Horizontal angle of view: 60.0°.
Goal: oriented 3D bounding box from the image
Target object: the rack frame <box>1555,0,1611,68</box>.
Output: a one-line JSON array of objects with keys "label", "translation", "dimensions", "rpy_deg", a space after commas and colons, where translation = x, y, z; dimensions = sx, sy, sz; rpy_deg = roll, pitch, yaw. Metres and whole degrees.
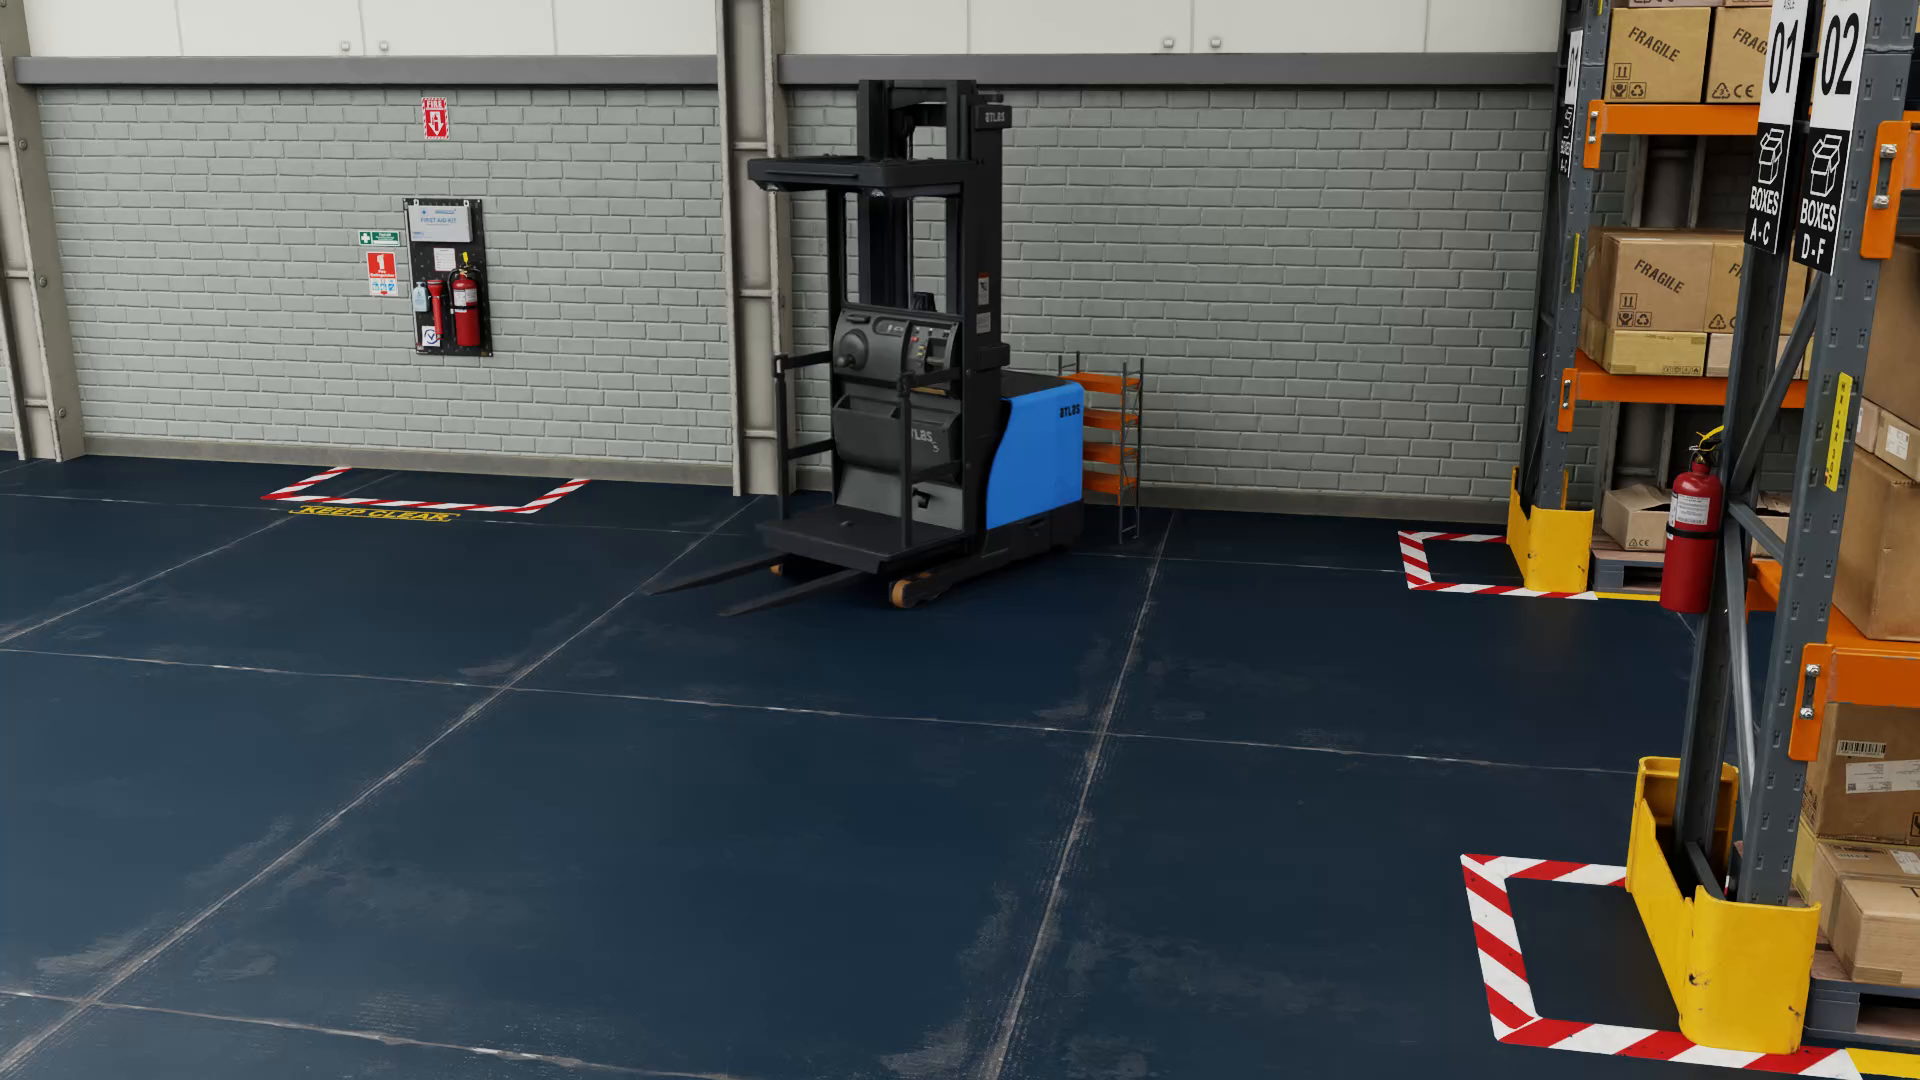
[{"label": "rack frame", "translation": [3.586, -4.183, 9.235], "dimensions": [0.127, 3.000, 1.000], "rpy_deg": [3, 16, 11]}]

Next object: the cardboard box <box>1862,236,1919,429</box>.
[{"label": "cardboard box", "translation": [3.109, -0.638, 5.058], "dimensions": [0.500, 0.500, 0.700], "rpy_deg": [3, 16, 11]}]

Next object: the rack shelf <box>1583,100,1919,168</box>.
[{"label": "rack shelf", "translation": [5.546, -2.284, 9.347], "dimensions": [4.000, 0.370, 1.077], "rpy_deg": [3, 16, 11]}]

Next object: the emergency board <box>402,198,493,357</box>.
[{"label": "emergency board", "translation": [-3.850, -1.941, 12.381], "dimensions": [0.643, 1.169, 0.194], "rpy_deg": [3, 16, 11]}]

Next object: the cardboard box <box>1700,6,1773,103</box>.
[{"label": "cardboard box", "translation": [4.383, -2.674, 9.182], "dimensions": [0.500, 0.500, 0.500], "rpy_deg": [4, 16, 15]}]

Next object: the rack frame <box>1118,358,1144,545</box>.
[{"label": "rack frame", "translation": [1.112, -0.574, 10.816], "dimensions": [0.015, 1.200, 0.240], "rpy_deg": [11, 19, 35]}]

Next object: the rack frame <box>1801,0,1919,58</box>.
[{"label": "rack frame", "translation": [2.602, -2.887, 4.556], "dimensions": [0.127, 3.000, 1.000], "rpy_deg": [3, 16, 11]}]

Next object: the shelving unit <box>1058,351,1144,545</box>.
[{"label": "shelving unit", "translation": [0.916, -0.612, 10.955], "dimensions": [0.503, 1.200, 0.258], "rpy_deg": [11, 19, 35]}]

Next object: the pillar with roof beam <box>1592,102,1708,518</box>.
[{"label": "pillar with roof beam", "translation": [3.586, -3.246, 5.852], "dimensions": [0.400, 9.000, 9.100], "rpy_deg": [3, 16, 11]}]

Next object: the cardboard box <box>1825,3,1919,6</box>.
[{"label": "cardboard box", "translation": [4.901, -3.129, 8.950], "dimensions": [0.500, 0.500, 0.500], "rpy_deg": [4, 16, 13]}]

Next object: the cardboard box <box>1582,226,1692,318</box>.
[{"label": "cardboard box", "translation": [4.090, -1.621, 10.063], "dimensions": [0.500, 0.500, 0.500], "rpy_deg": [3, 16, 10]}]

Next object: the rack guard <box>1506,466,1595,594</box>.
[{"label": "rack guard", "translation": [3.660, -0.083, 10.355], "dimensions": [0.348, 0.500, 1.175], "rpy_deg": [3, 16, 11]}]

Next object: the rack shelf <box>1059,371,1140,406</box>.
[{"label": "rack shelf", "translation": [0.916, -0.991, 10.850], "dimensions": [0.480, 0.148, 0.258], "rpy_deg": [11, 19, 35]}]

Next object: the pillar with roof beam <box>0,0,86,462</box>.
[{"label": "pillar with roof beam", "translation": [-8.173, -3.884, 8.156], "dimensions": [0.400, 9.000, 9.100], "rpy_deg": [3, 16, 11]}]

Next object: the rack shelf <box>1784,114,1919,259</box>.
[{"label": "rack shelf", "translation": [4.562, -0.988, 4.668], "dimensions": [4.000, 0.370, 1.077], "rpy_deg": [3, 16, 11]}]

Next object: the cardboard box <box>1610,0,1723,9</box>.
[{"label": "cardboard box", "translation": [3.915, -3.193, 9.183], "dimensions": [0.500, 0.500, 0.500], "rpy_deg": [2, 16, 7]}]

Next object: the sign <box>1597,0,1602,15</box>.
[{"label": "sign", "translation": [3.478, -3.016, 9.006], "dimensions": [0.005, 0.325, 0.100], "rpy_deg": [3, 16, 11]}]

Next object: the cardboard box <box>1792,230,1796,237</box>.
[{"label": "cardboard box", "translation": [5.089, -1.565, 9.862], "dimensions": [0.500, 0.500, 0.500], "rpy_deg": [3, 16, 10]}]

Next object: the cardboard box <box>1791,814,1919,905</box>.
[{"label": "cardboard box", "translation": [3.187, 1.078, 5.844], "dimensions": [0.500, 0.250, 0.500], "rpy_deg": [3, 16, 11]}]

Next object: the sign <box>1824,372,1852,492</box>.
[{"label": "sign", "translation": [2.486, -0.306, 4.708], "dimensions": [0.005, 0.325, 0.100], "rpy_deg": [3, 16, 11]}]

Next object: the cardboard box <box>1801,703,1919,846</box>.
[{"label": "cardboard box", "translation": [3.187, 0.717, 5.746], "dimensions": [0.500, 0.500, 0.500], "rpy_deg": [3, 16, 11]}]

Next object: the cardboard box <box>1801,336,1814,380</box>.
[{"label": "cardboard box", "translation": [5.010, -1.067, 9.470], "dimensions": [0.500, 0.250, 0.500], "rpy_deg": [3, 16, 10]}]

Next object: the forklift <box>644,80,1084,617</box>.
[{"label": "forklift", "translation": [-0.518, -1.166, 9.712], "dimensions": [1.130, 2.935, 3.031], "rpy_deg": [12, 20, 38]}]

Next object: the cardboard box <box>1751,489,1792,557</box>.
[{"label": "cardboard box", "translation": [4.805, -0.117, 10.009], "dimensions": [0.500, 0.311, 0.500], "rpy_deg": [4, 16, 16]}]

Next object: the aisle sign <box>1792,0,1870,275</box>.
[{"label": "aisle sign", "translation": [2.477, -1.172, 4.733], "dimensions": [0.004, 0.787, 0.394], "rpy_deg": [3, 16, 11]}]

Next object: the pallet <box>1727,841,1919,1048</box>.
[{"label": "pallet", "translation": [3.360, 1.378, 5.622], "dimensions": [1.213, 0.211, 1.003], "rpy_deg": [3, 16, 11]}]

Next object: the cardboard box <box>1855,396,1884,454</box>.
[{"label": "cardboard box", "translation": [3.015, -0.386, 5.363], "dimensions": [0.250, 0.149, 0.380], "rpy_deg": [3, 16, 10]}]

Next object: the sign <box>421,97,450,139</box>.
[{"label": "sign", "translation": [-3.838, -3.085, 12.167], "dimensions": [0.199, 0.298, 0.001], "rpy_deg": [3, 16, 11]}]

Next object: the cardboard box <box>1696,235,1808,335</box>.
[{"label": "cardboard box", "translation": [4.476, -1.457, 9.473], "dimensions": [0.500, 0.500, 0.500], "rpy_deg": [3, 16, 11]}]

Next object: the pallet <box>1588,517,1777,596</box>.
[{"label": "pallet", "translation": [4.449, 0.109, 10.204], "dimensions": [1.213, 0.211, 1.003], "rpy_deg": [3, 16, 11]}]

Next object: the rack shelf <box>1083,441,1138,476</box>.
[{"label": "rack shelf", "translation": [0.916, -0.548, 10.973], "dimensions": [0.480, 0.148, 0.258], "rpy_deg": [11, 19, 35]}]

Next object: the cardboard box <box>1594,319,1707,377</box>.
[{"label": "cardboard box", "translation": [4.001, -1.120, 9.659], "dimensions": [0.500, 0.250, 0.500], "rpy_deg": [3, 16, 9]}]
